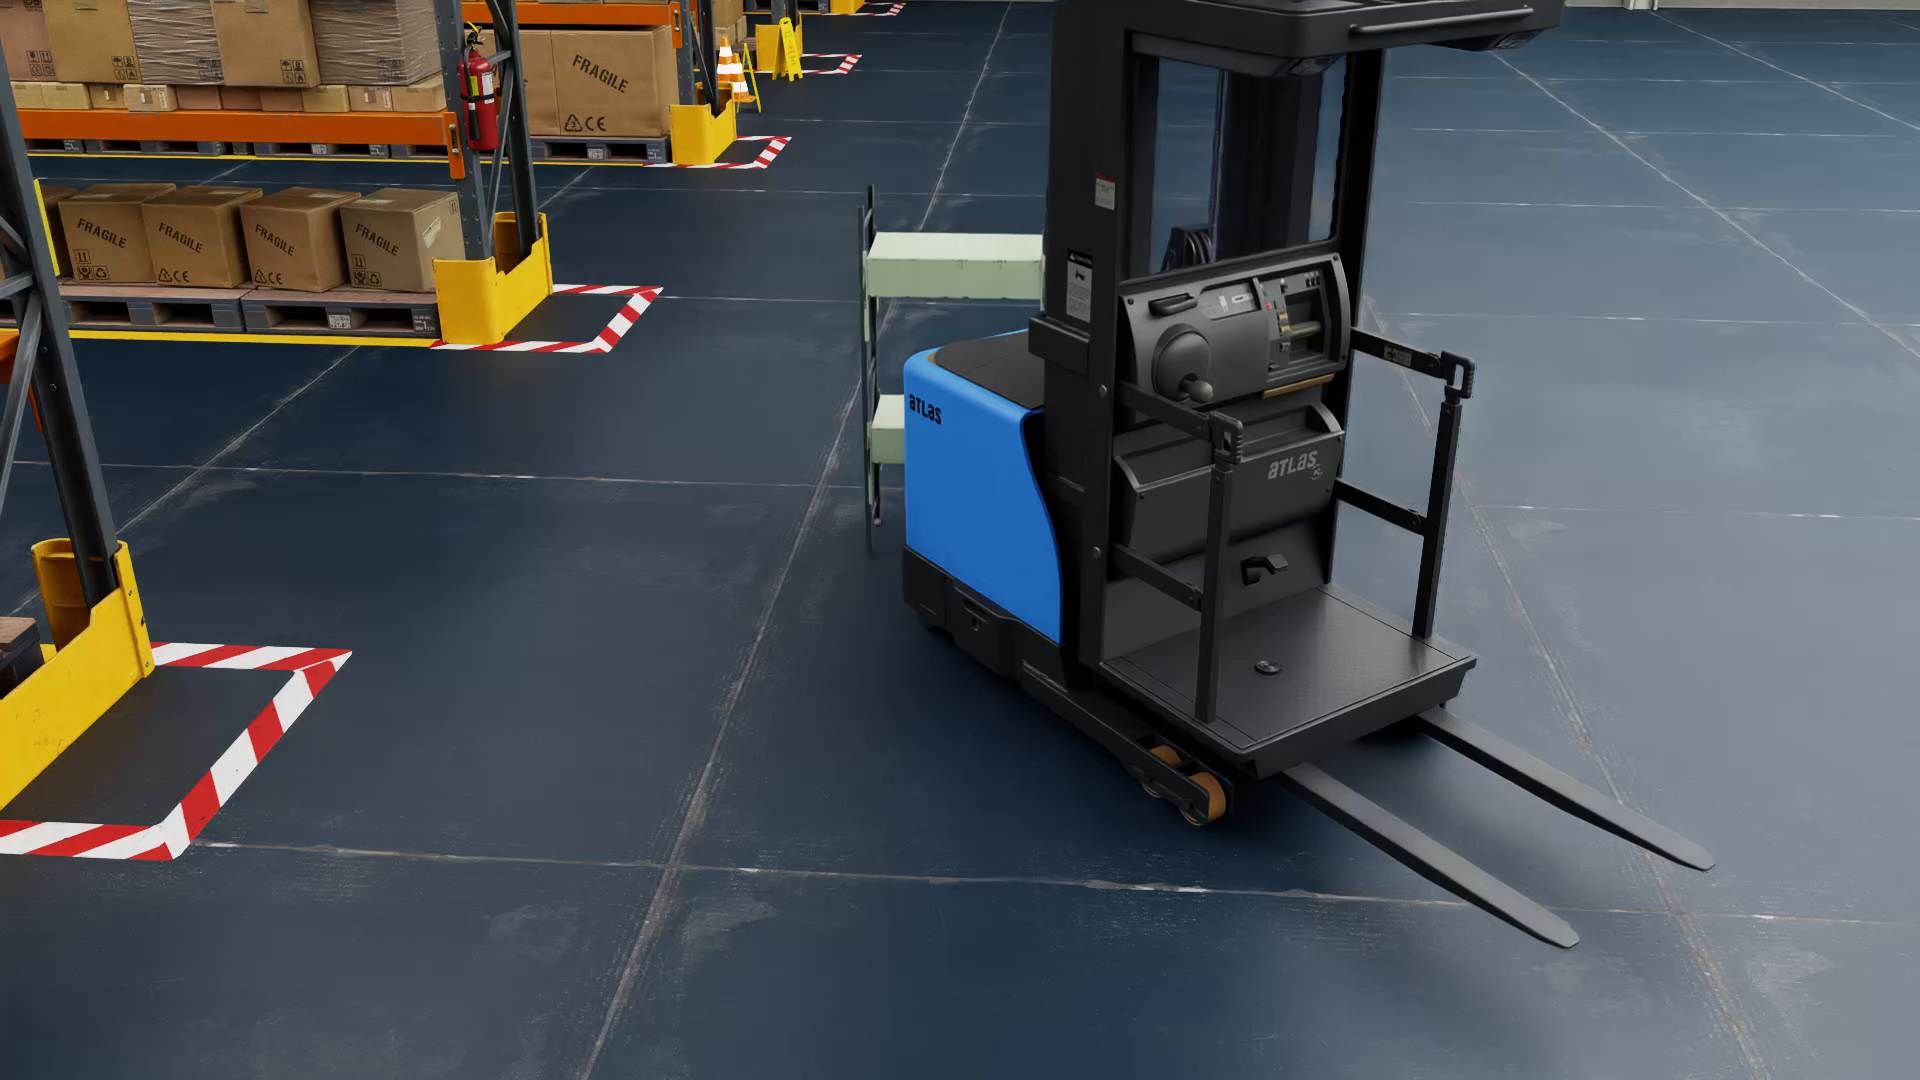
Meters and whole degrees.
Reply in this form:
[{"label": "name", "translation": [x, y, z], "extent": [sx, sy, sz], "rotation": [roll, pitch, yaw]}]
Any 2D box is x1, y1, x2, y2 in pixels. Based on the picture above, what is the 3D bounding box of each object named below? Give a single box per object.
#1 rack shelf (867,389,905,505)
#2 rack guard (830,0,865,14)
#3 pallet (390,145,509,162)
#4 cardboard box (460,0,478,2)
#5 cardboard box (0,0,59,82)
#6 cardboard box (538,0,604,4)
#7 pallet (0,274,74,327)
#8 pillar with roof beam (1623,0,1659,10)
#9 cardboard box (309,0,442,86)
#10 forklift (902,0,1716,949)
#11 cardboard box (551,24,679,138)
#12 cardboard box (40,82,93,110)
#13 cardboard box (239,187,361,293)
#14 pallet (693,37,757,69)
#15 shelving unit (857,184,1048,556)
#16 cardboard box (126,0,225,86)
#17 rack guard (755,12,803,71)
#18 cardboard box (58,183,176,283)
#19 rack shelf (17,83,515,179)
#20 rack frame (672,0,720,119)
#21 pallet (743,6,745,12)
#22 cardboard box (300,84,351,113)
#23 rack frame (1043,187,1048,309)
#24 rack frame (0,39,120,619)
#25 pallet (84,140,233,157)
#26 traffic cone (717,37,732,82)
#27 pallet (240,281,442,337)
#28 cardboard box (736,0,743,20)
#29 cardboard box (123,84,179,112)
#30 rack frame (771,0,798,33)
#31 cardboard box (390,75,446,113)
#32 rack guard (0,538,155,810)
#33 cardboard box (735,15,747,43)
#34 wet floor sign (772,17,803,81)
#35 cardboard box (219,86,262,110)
[{"label": "rack shelf", "translation": [-0.013, -0.394, 7.092], "extent": [0.720, 0.370, 0.431], "rotation": [1, 25, 3]}, {"label": "rack guard", "translation": [-1.601, -7.811, 23.627], "extent": [0.348, 0.500, 1.175], "rotation": [2, 25, 4]}, {"label": "pallet", "translation": [-4.295, -3.578, 14.774], "extent": [1.213, 0.211, 1.003], "rotation": [2, 25, 4]}, {"label": "cardboard box", "translation": [-4.283, -4.952, 14.243], "extent": [0.500, 0.550, 0.875], "rotation": [2, 25, 4]}, {"label": "cardboard box", "translation": [-5.302, -3.012, 9.731], "extent": [0.500, 0.500, 0.875], "rotation": [2, 25, 4]}, {"label": "cardboard box", "translation": [-3.203, -4.882, 14.091], "extent": [0.550, 0.550, 0.875], "rotation": [2, 25, 4]}, {"label": "pallet", "translation": [-6.076, -1.603, 10.480], "extent": [1.213, 0.211, 1.003], "rotation": [2, 25, 4]}, {"label": "pillar with roof beam", "translation": [9.385, -9.892, 17.983], "extent": [0.400, 9.000, 9.100], "rotation": [2, 25, 4]}, {"label": "cardboard box", "translation": [-3.306, -2.958, 9.614], "extent": [0.500, 0.500, 0.875], "rotation": [2, 25, 4]}, {"label": "forklift", "translation": [1.019, -0.654, 5.165], "extent": [1.130, 2.935, 3.031], "rotation": [-16, 29, -31]}, {"label": "cardboard box", "translation": [-2.960, -4.032, 14.463], "extent": [0.875, 0.875, 0.875], "rotation": [2, 25, 4]}, {"label": "cardboard box", "translation": [-5.060, -2.587, 9.585], "extent": [0.250, 0.149, 0.380], "rotation": [2, 25, 4]}, {"label": "cardboard box", "translation": [-3.980, -1.835, 10.138], "extent": [0.500, 0.500, 0.500], "rotation": [8, 26, 18]}, {"label": "pallet", "translation": [-2.884, -5.655, 19.287], "extent": [1.213, 0.211, 1.003], "rotation": [2, 25, 4]}, {"label": "shelving unit", "translation": [-0.013, -0.690, 6.955], "extent": [0.755, 1.500, 0.431], "rotation": [1, 25, 3]}, {"label": "cardboard box", "translation": [-4.309, -2.958, 9.614], "extent": [0.500, 0.500, 0.875], "rotation": [2, 25, 4]}, {"label": "rack guard", "translation": [-2.077, -5.745, 19.138], "extent": [0.348, 0.500, 1.175], "rotation": [2, 25, 4]}, {"label": "cardboard box", "translation": [-5.155, -1.900, 10.278], "extent": [0.500, 0.500, 0.500], "rotation": [0, 25, -1]}, {"label": "rack shelf", "translation": [-4.754, -2.485, 9.923], "extent": [4.000, 0.370, 1.077], "rotation": [2, 25, 4]}, {"label": "rack frame", "translation": [-2.279, -4.812, 14.119], "extent": [0.127, 3.000, 1.000], "rotation": [2, 25, 4]}, {"label": "pallet", "translation": [-3.603, -7.728, 23.792], "extent": [1.213, 0.211, 1.003], "rotation": [2, 25, 4]}, {"label": "cardboard box", "translation": [-3.562, -2.552, 9.508], "extent": [0.250, 0.149, 0.380], "rotation": [2, 25, 4]}, {"label": "rack frame", "translation": [0.352, -0.681, 6.937], "extent": [0.023, 1.500, 0.400], "rotation": [1, 25, 3]}, {"label": "rack frame", "translation": [-3.139, -0.684, 5.148], "extent": [0.127, 3.000, 1.000], "rotation": [2, 25, 4]}, {"label": "pallet", "translation": [-7.042, -3.667, 14.966], "extent": [1.213, 0.211, 1.003], "rotation": [2, 25, 4]}, {"label": "traffic cone", "translation": [-2.528, -5.202, 18.002], "extent": [0.334, 0.463, 0.336], "rotation": [2, 25, 4]}, {"label": "pallet", "translation": [-3.643, -1.524, 10.311], "extent": [1.213, 0.211, 1.003], "rotation": [2, 25, 4]}, {"label": "cardboard box", "translation": [-2.808, -6.302, 19.248], "extent": [0.500, 0.500, 0.500], "rotation": [1, 25, 2]}, {"label": "cardboard box", "translation": [-4.563, -2.561, 9.528], "extent": [0.250, 0.149, 0.380], "rotation": [2, 25, 4]}, {"label": "rack frame", "translation": [-2.001, -6.878, 18.610], "extent": [0.127, 3.000, 1.000], "rotation": [2, 25, 4]}, {"label": "cardboard box", "translation": [-3.060, -2.557, 9.519], "extent": [0.250, 0.149, 0.380], "rotation": [2, 25, 4]}, {"label": "rack guard", "translation": [-3.218, 0.469, 5.633], "extent": [0.348, 0.500, 1.175], "rotation": [2, 25, 4]}, {"label": "cardboard box", "translation": [-2.784, -5.961, 19.404], "extent": [0.500, 0.250, 0.500], "rotation": [2, 25, 4]}, {"label": "wet floor sign", "translation": [-1.893, -5.357, 18.120], "extent": [0.232, 0.644, 0.267], "rotation": [11, 27, 22]}, {"label": "cardboard box", "translation": [-4.056, -2.592, 9.594], "extent": [0.250, 0.149, 0.380], "rotation": [2, 25, 4]}]
